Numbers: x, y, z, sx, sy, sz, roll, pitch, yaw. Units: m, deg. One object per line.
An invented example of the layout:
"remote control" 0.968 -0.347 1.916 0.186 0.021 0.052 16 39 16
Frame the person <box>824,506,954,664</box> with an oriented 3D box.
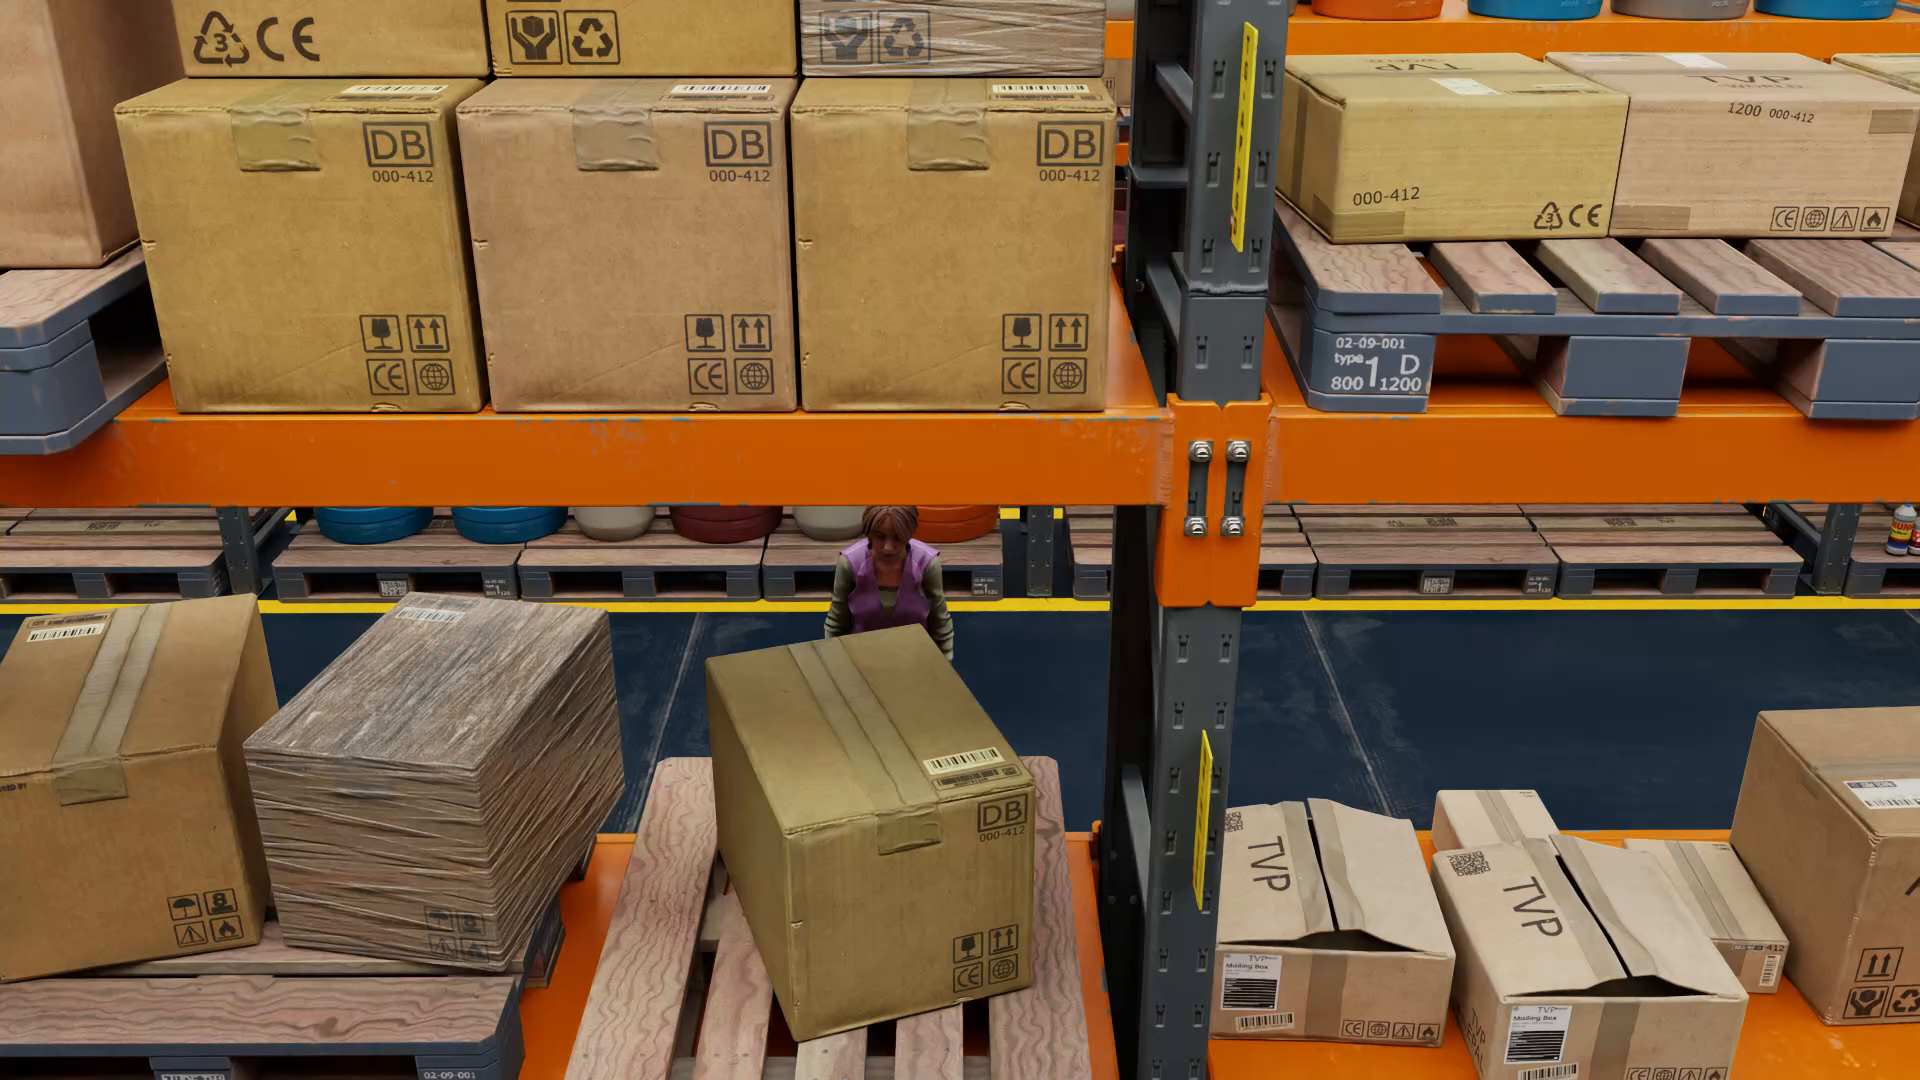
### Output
"person" -0.253 0.534 5.944 0.466 1.592 0.349 0 24 -1
